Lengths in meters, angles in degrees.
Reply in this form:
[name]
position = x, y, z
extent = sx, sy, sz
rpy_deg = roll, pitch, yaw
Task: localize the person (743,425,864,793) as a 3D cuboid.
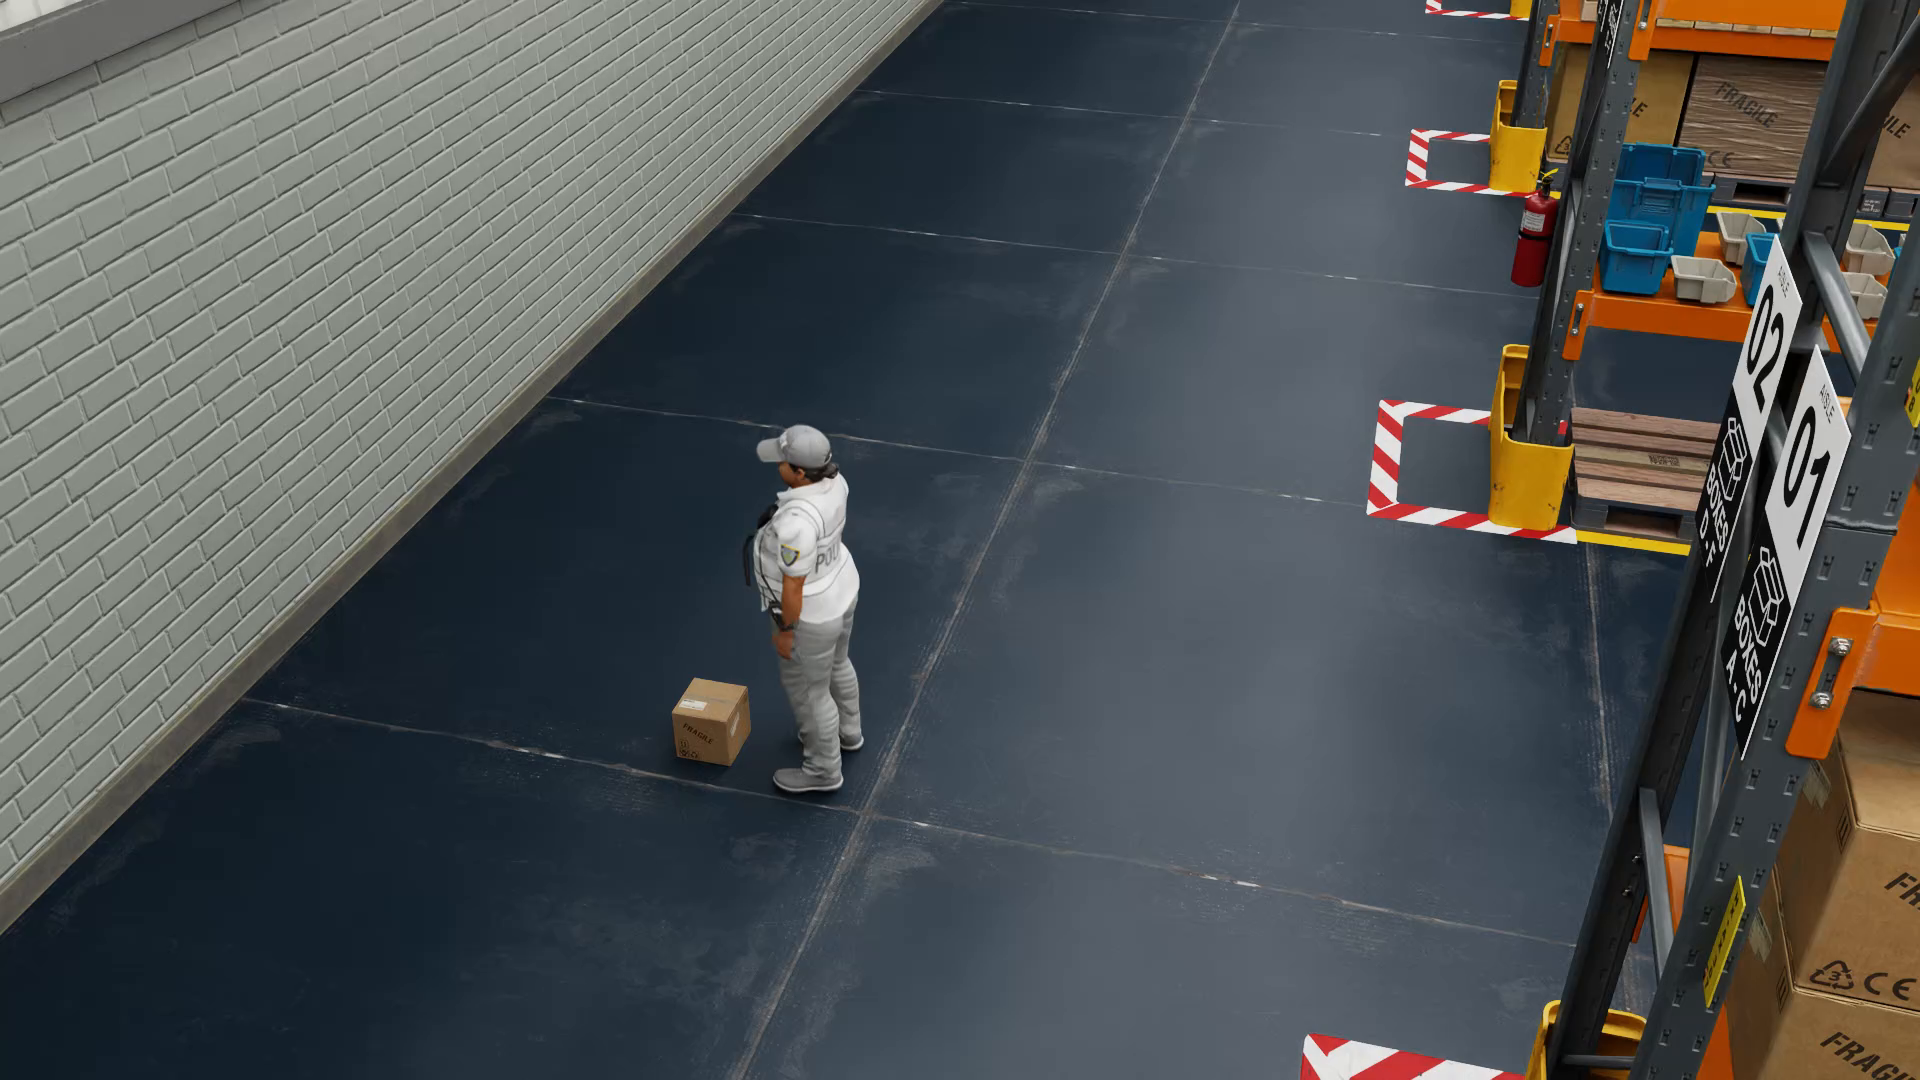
[person]
position = -0.619, 0.273, 6.717
extent = 0.392, 1.668, 0.466
rpy_deg = 9, 34, 13
